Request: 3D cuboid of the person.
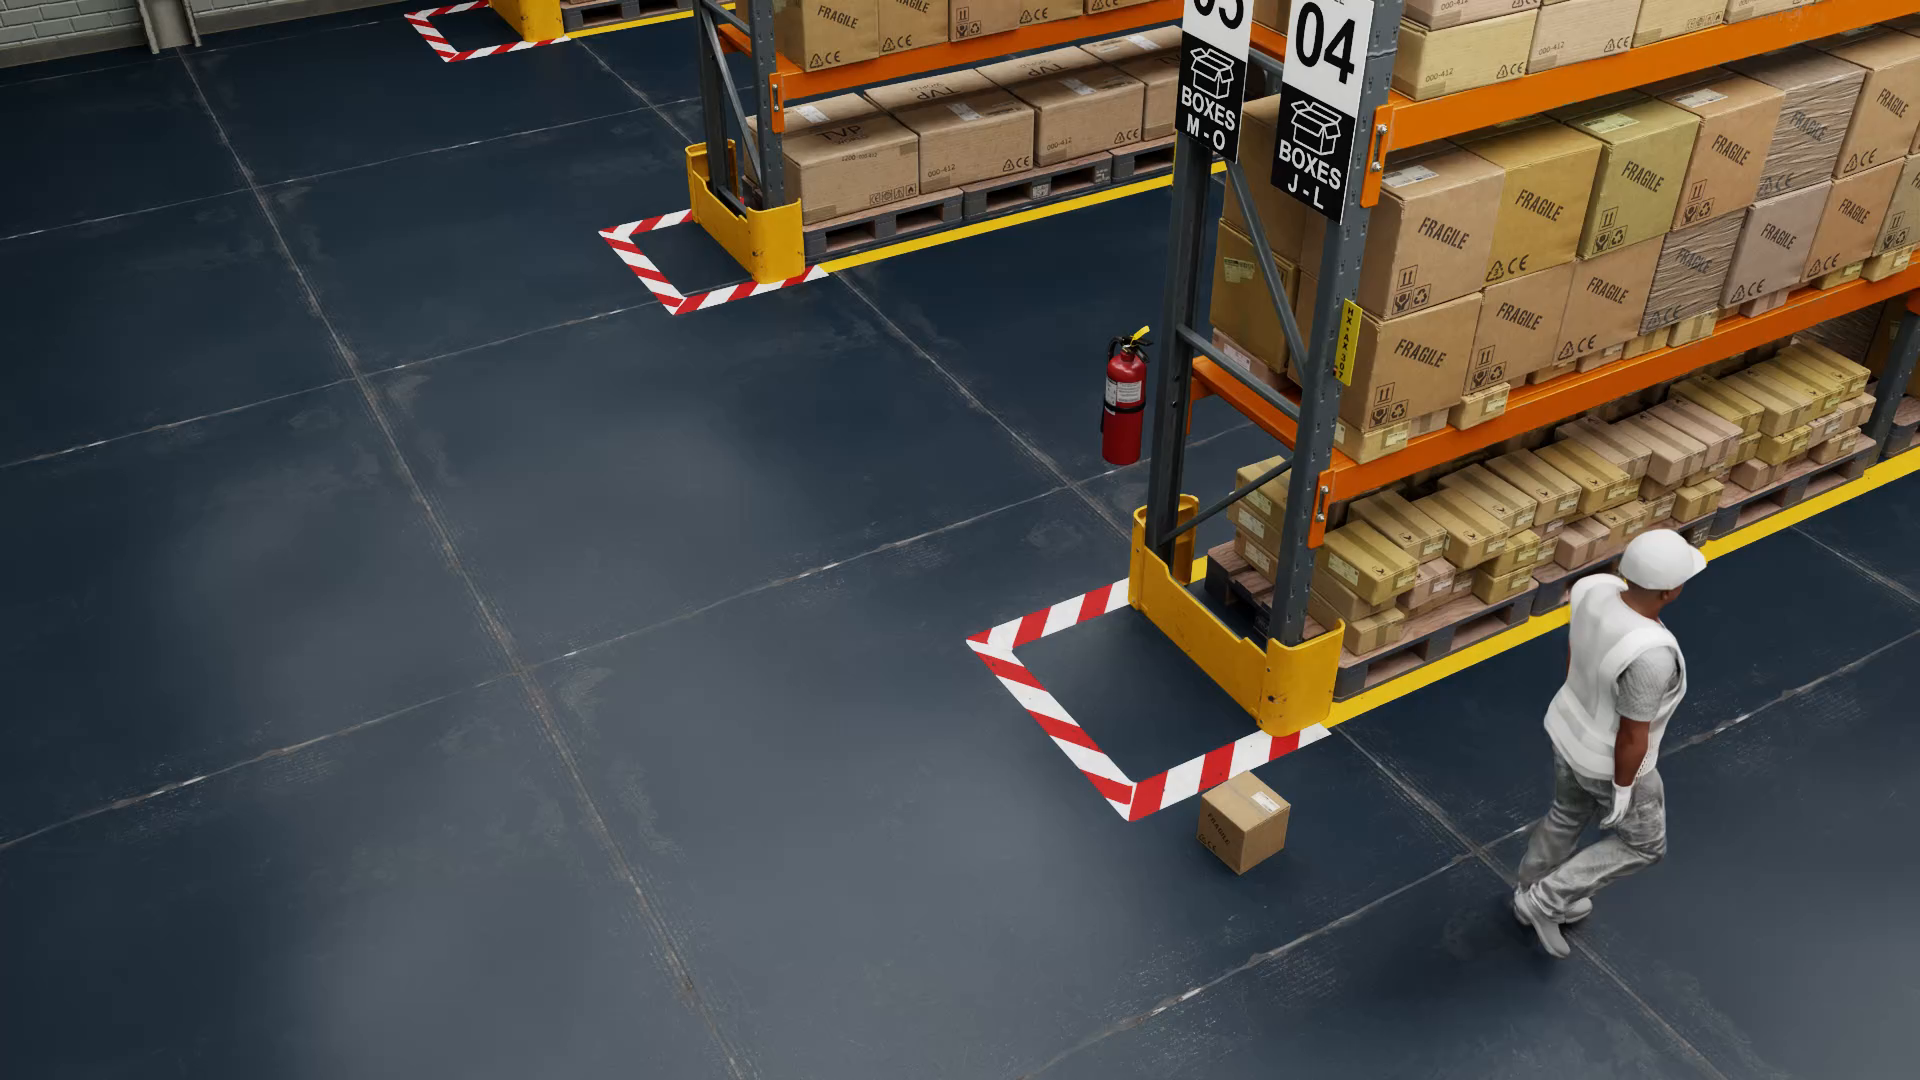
[{"bbox_3d":[2.268,0.715,5.888,0.470,1.777,0.597,-4,37,-6],"label":"person"}]
